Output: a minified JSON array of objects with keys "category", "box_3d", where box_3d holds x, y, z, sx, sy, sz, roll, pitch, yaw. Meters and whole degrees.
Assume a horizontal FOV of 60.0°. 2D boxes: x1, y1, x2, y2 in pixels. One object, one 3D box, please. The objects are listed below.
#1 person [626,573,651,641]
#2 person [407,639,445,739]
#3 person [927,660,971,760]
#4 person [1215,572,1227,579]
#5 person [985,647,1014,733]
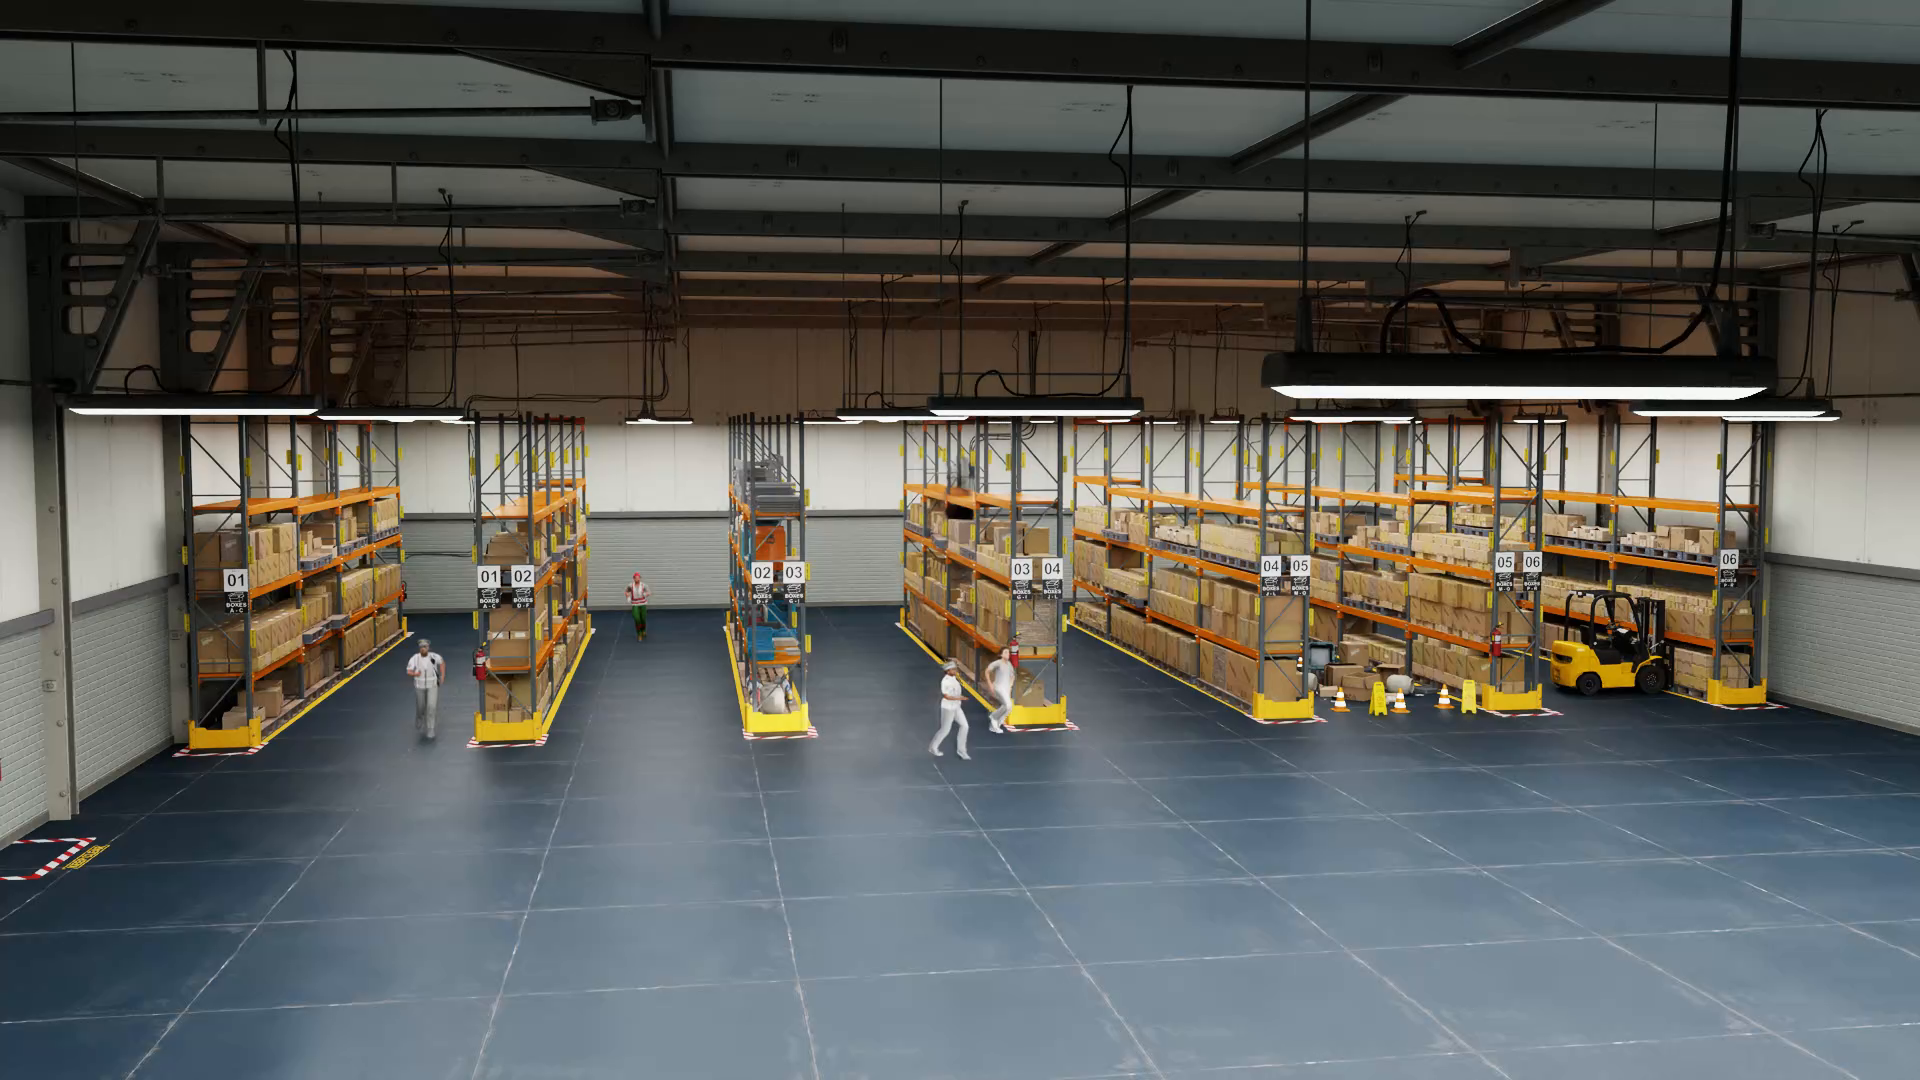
[{"category":"person","box_3d":[-8.663,1.787,44.796,0.651,1.835,0.803,-1,4,-15]},{"category":"person","box_3d":[-9.937,2.733,30.959,0.671,1.825,0.964,-1,4,-15]},{"category":"person","box_3d":[-0.183,2.939,28.689,0.744,1.750,0.581,2,4,24]},{"category":"person","box_3d":[7.984,1.498,50.654,0.752,1.616,0.546,0,4,-1]},{"category":"person","box_3d":[0.802,2.806,31.068,0.556,1.609,0.576,4,5,43]}]
